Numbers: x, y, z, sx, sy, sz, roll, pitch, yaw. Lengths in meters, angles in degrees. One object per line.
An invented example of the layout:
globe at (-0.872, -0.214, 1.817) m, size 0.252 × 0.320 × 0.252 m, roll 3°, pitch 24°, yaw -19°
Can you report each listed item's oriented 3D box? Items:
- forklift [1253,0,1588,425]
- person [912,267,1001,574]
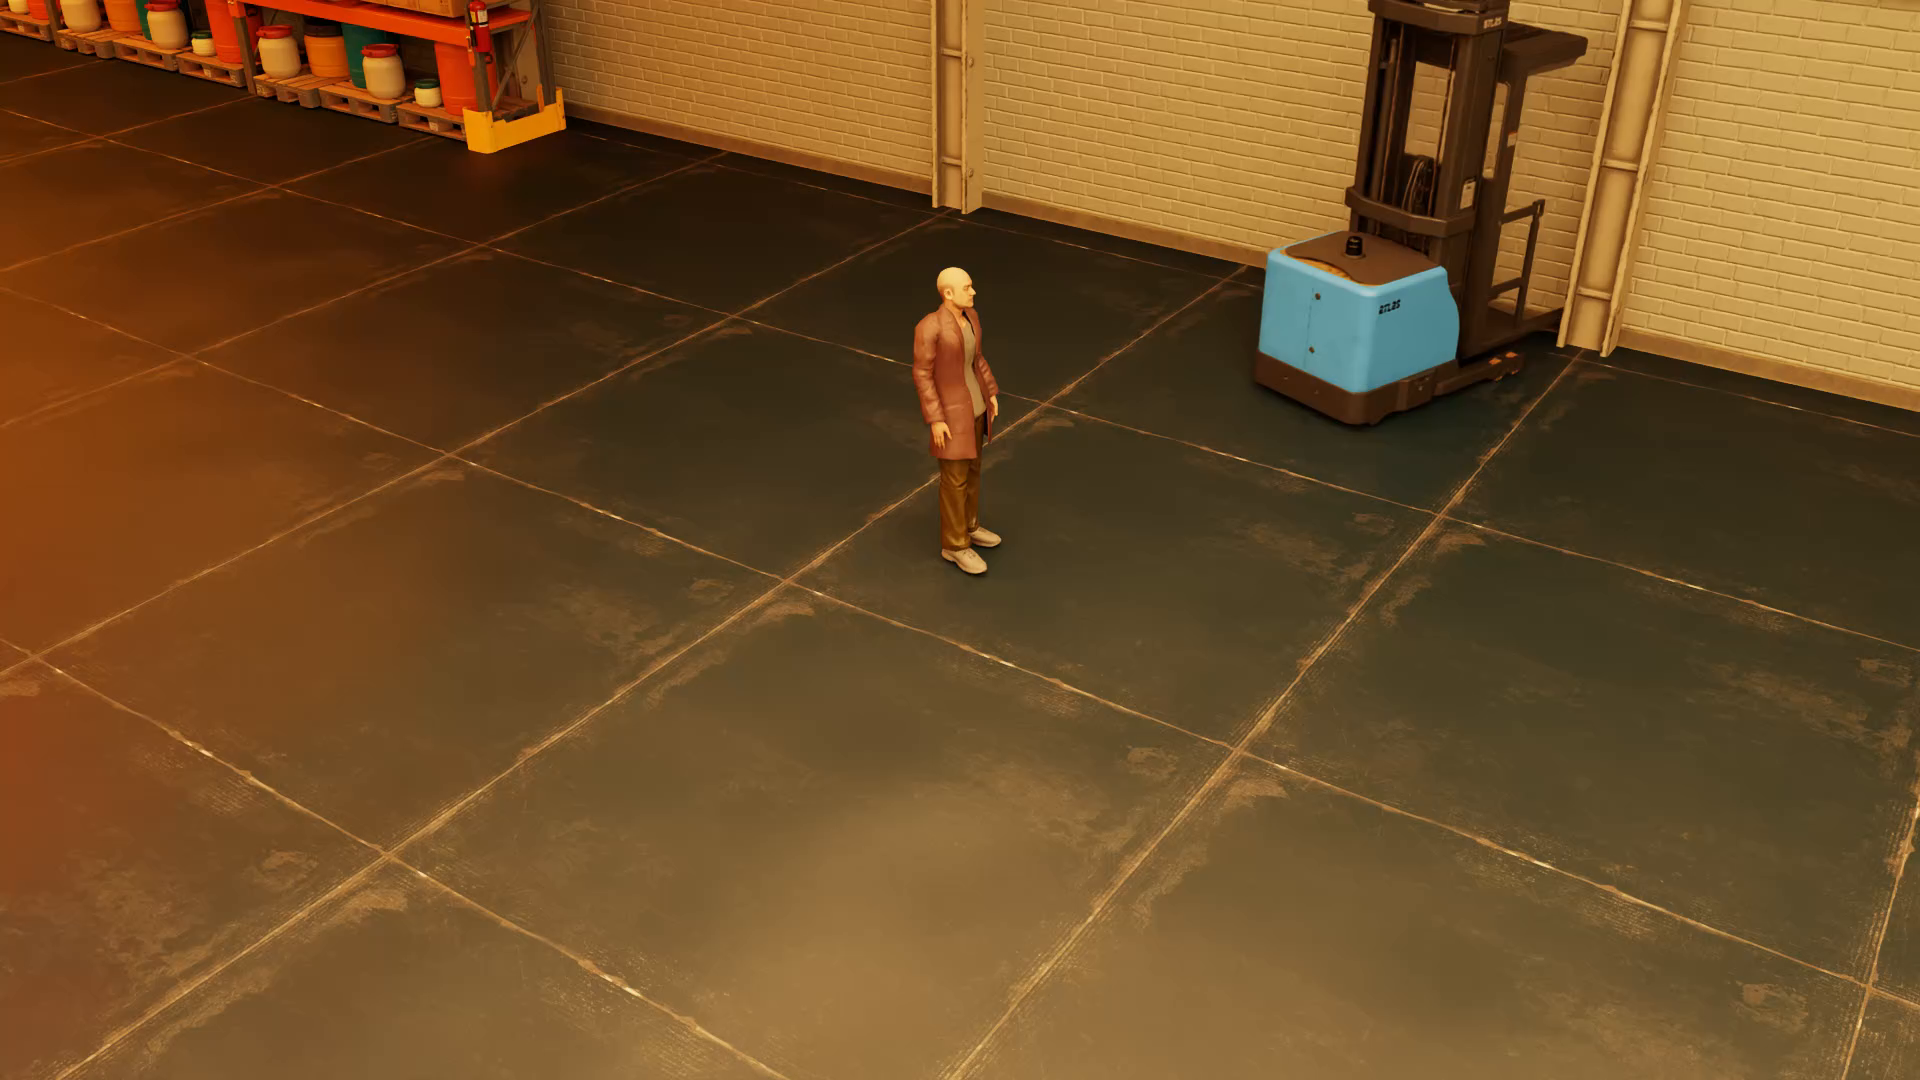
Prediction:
forklift at (3.680, -2.665, 12.170) m, size 3.031 × 2.935 × 1.130 m, roll -20°, pitch 36°, yaw -31°
person at (0.074, -0.748, 10.002) m, size 0.579 × 1.778 × 0.698 m, roll 19°, pitch 35°, yaw 29°
